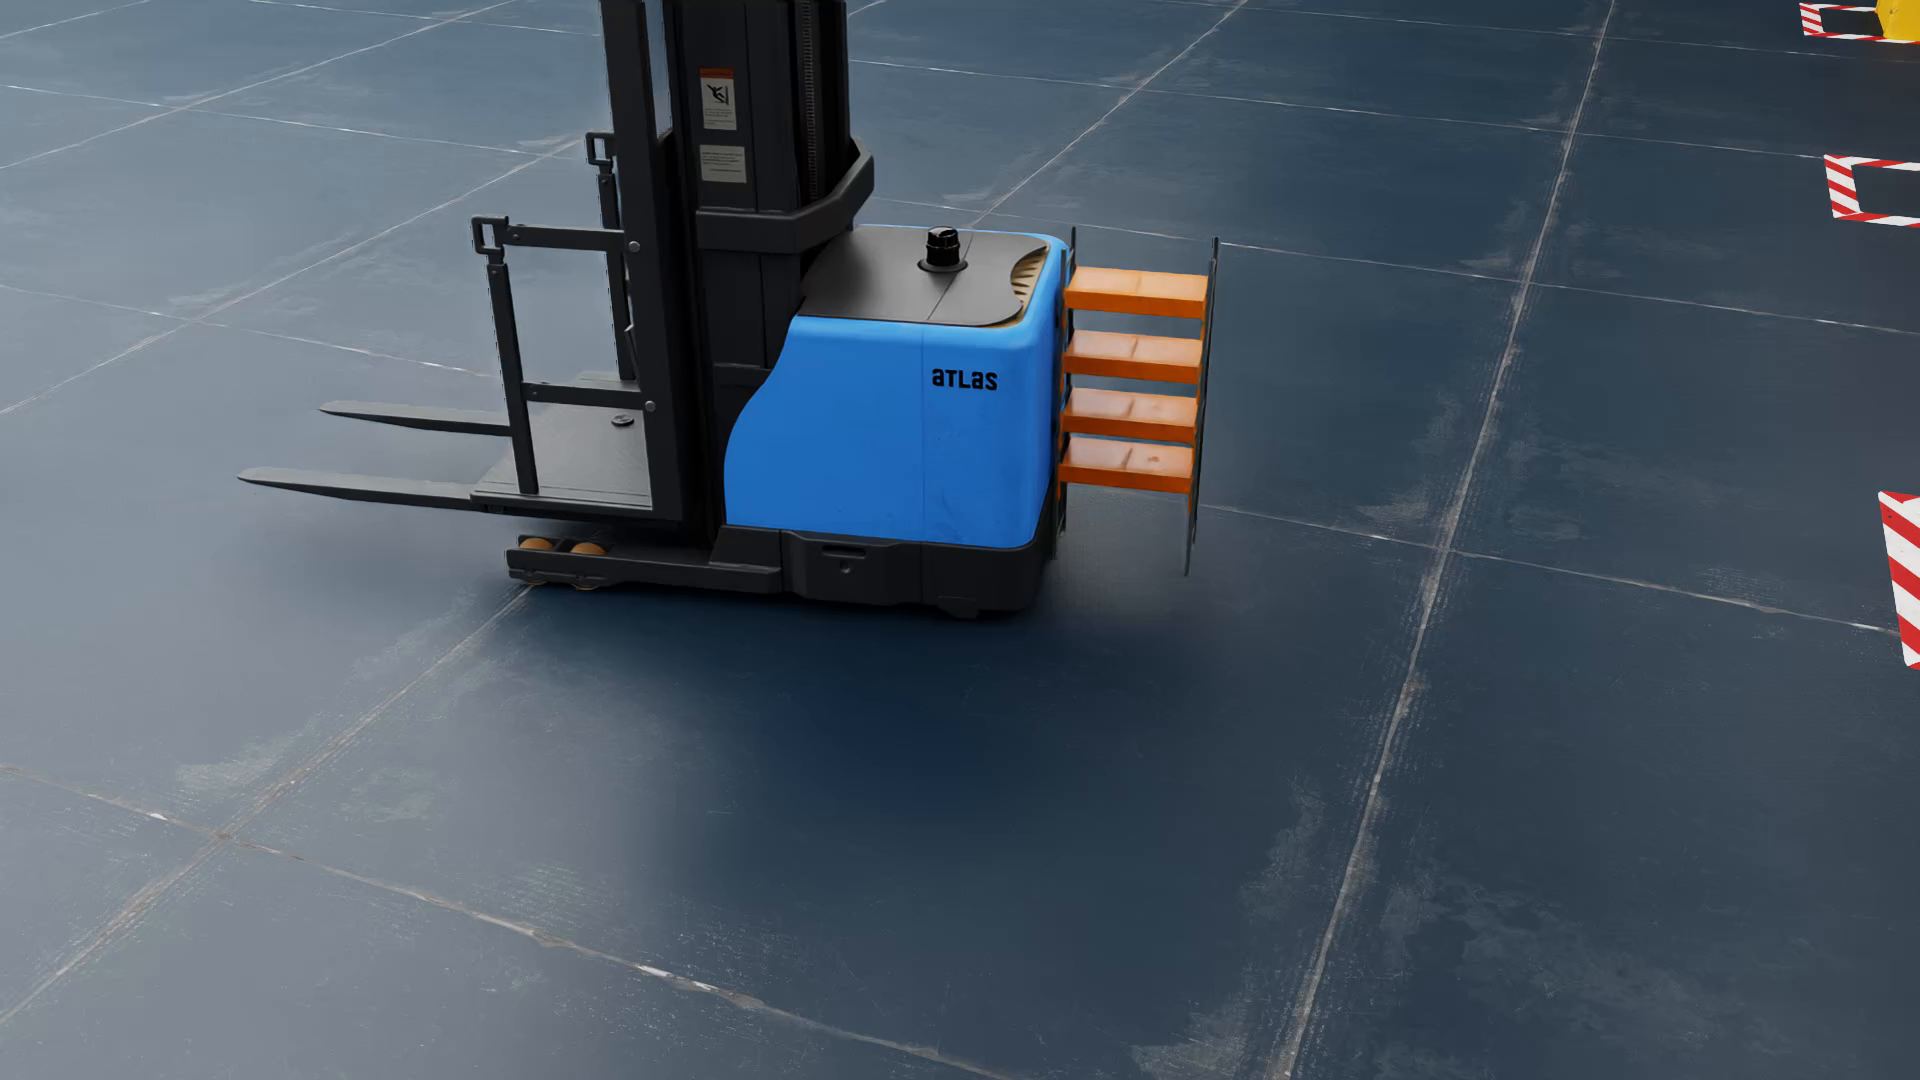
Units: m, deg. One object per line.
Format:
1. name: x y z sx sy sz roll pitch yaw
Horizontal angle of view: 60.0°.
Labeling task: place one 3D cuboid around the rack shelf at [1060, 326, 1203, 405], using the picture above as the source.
1. rack shelf: 0.607 -0.610 5.792 0.480 0.148 0.258 6 30 11

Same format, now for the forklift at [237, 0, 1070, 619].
1. forklift: -1.156 -1.346 5.653 3.031 2.935 1.130 5 30 9

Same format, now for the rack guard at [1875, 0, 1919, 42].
1. rack guard: 7.821 -4.487 13.680 0.348 0.500 1.175 11 31 19

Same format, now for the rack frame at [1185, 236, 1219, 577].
1. rack frame: 0.846 -0.448 5.823 0.015 1.200 0.240 6 30 11

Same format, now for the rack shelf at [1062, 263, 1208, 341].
1. rack shelf: 0.607 -0.816 5.675 0.480 0.148 0.258 6 30 11

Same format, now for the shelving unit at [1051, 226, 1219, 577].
1. shelving unit: 0.607 -0.474 5.869 0.503 1.200 0.258 6 30 11

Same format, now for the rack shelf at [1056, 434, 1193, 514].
1. rack shelf: 0.607 -0.242 5.999 0.480 0.148 0.258 6 30 11

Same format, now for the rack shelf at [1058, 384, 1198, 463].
1. rack shelf: 0.607 -0.415 5.902 0.480 0.148 0.258 6 30 11

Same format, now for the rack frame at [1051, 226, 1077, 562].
1. rack frame: 0.369 -0.499 5.914 0.015 1.200 0.240 6 30 11
